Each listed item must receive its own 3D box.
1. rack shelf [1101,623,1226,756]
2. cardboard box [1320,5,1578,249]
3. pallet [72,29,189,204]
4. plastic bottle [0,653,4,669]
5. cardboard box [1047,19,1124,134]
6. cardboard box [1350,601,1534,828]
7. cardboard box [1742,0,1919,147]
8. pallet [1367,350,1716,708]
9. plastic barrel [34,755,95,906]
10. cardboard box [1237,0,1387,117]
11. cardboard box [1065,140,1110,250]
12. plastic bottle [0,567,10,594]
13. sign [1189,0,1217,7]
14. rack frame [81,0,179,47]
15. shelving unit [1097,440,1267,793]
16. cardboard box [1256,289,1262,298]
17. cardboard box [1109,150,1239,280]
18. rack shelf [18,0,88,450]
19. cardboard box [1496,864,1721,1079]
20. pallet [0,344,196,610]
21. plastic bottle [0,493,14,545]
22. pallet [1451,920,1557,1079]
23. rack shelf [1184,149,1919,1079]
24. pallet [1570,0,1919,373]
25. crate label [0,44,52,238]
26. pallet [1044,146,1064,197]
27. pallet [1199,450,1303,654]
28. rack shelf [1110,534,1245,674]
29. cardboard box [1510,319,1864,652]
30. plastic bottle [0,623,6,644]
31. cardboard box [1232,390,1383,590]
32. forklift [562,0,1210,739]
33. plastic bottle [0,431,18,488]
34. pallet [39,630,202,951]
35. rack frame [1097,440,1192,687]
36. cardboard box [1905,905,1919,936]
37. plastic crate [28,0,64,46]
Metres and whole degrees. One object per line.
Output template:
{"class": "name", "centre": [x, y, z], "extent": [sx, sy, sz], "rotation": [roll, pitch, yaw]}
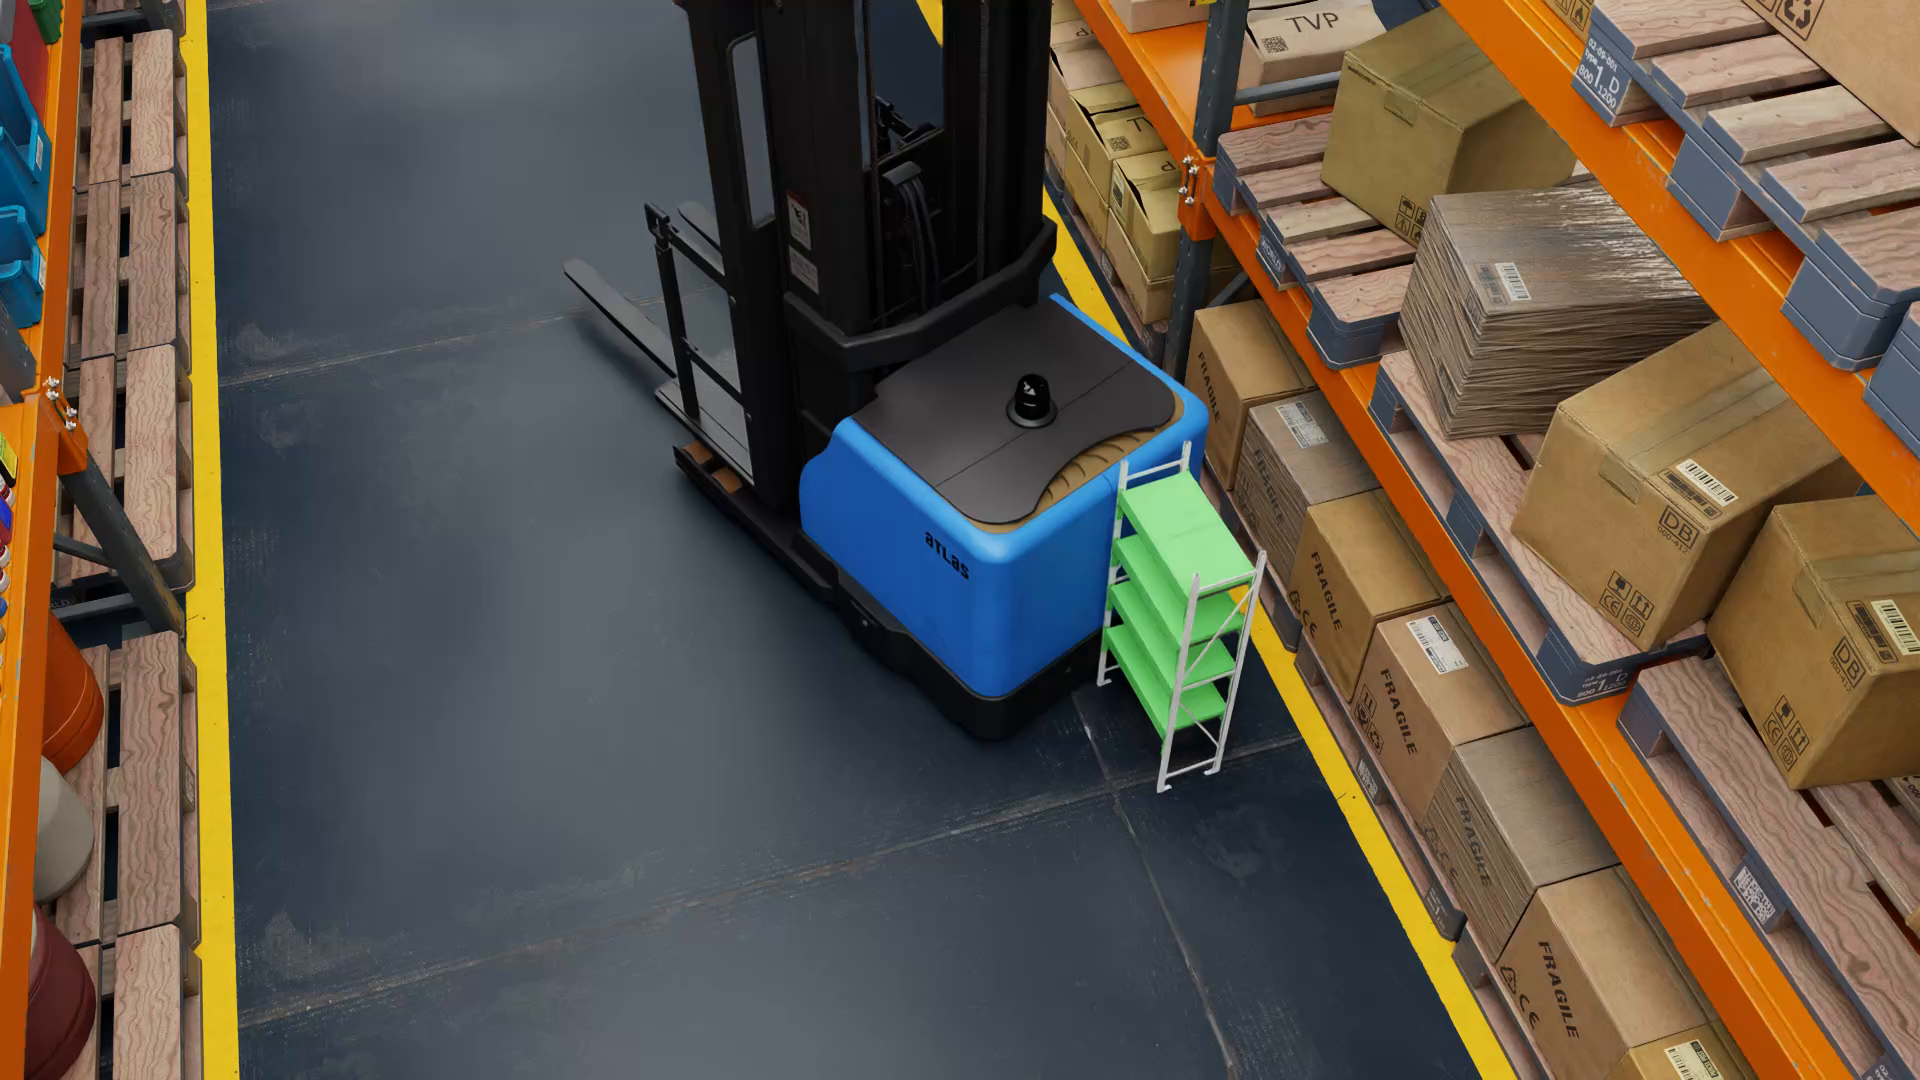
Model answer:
{"class": "rack shelf", "centre": [0.706, 0.480, 5.748], "extent": [0.258, 0.148, 0.480], "rotation": [-17, 52, -14]}
{"class": "cardboard box", "centre": [1.631, -1.376, 5.398], "extent": [0.700, 0.500, 0.500], "rotation": [-30, 56, -23]}
{"class": "pallet", "centre": [-4.309, -1.984, 8.074], "extent": [1.003, 0.211, 1.213], "rotation": [-13, 51, -11]}
{"class": "plastic bottle", "centre": [-2.668, 0.256, 4.446], "extent": [0.097, 0.271, 0.097], "rotation": [0, 50, 0]}
{"class": "cardboard box", "centre": [0.641, -2.147, 7.545], "extent": [0.500, 0.311, 0.500], "rotation": [-14, 51, -11]}
{"class": "cardboard box", "centre": [1.662, 0.546, 5.464], "extent": [0.500, 0.500, 0.500], "rotation": [-15, 51, -12]}
{"class": "cardboard box", "centre": [2.045, -1.247, 3.261], "extent": [0.600, 0.600, 0.600], "rotation": [-15, 52, -12]}
{"class": "pallet", "centre": [1.917, -0.162, 4.840], "extent": [1.003, 0.211, 1.213], "rotation": [-13, 51, -11]}
{"class": "plastic barrel", "centre": [-2.982, 0.886, 5.183], "extent": [0.421, 0.512, 0.421], "rotation": [0, 50, 0]}
{"class": "cardboard box", "centre": [1.272, -1.890, 6.229], "extent": [0.500, 0.311, 0.500], "rotation": [-10, 51, -9]}
{"class": "cardboard box", "centre": [0.793, -1.597, 7.448], "extent": [0.500, 0.250, 0.500], "rotation": [-14, 51, -11]}
{"class": "plastic bottle", "centre": [-2.755, 0.065, 4.653], "extent": [0.097, 0.201, 0.097], "rotation": [0, 50, 0]}
{"class": "sign", "centre": [0.808, -1.889, 5.413], "extent": [0.100, 0.325, 0.005], "rotation": [-13, 51, -11]}
{"class": "rack frame", "centre": [-4.578, -3.448, 7.484], "extent": [1.000, 3.000, 0.127], "rotation": [-13, 51, -11]}
{"class": "shelving unit", "centre": [0.706, 0.284, 5.515], "extent": [0.258, 1.200, 0.503], "rotation": [-17, 52, -14]}
{"class": "cardboard box", "centre": [1.463, -1.341, 7.232], "extent": [0.500, 0.250, 0.500], "rotation": [-13, 51, -11]}
{"class": "cardboard box", "centre": [0.947, -1.400, 6.915], "extent": [0.500, 0.311, 0.500], "rotation": [-12, 51, -10]}
{"class": "rack shelf", "centre": [-3.987, -1.755, 6.528], "extent": [1.077, 0.370, 4.000], "rotation": [-13, 51, -11]}
{"class": "cardboard box", "centre": [1.962, 1.283, 4.843], "extent": [0.500, 0.500, 0.500], "rotation": [-13, 51, -11]}
{"class": "pallet", "centre": [-3.588, -0.202, 6.572], "extent": [1.003, 0.211, 1.213], "rotation": [-13, 51, -11]}
{"class": "plastic bottle", "centre": [-2.800, -0.121, 4.756], "extent": [0.061, 0.283, 0.133], "rotation": [-13, 51, -11]}
{"class": "pallet", "centre": [2.244, 1.591, 5.060], "extent": [1.003, 0.211, 1.213], "rotation": [-13, 51, -11]}
{"class": "rack shelf", "centre": [1.929, 0.049, 5.007], "extent": [1.077, 0.370, 4.000], "rotation": [-13, 51, -11]}
{"class": "pallet", "centre": [2.085, -0.877, 3.478], "extent": [1.213, 0.211, 1.003], "rotation": [-13, 51, -11]}
{"class": "crate label", "centre": [-3.431, -1.324, 5.671], "extent": [0.502, 0.435, 0.616], "rotation": [-13, 51, -11]}
{"class": "pallet", "centre": [0.774, -2.244, 8.293], "extent": [1.003, 0.211, 1.213], "rotation": [-13, 51, -11]}
{"class": "pallet", "centre": [1.522, -0.191, 6.562], "extent": [1.003, 0.211, 1.213], "rotation": [-13, 51, -11]}
{"class": "rack shelf", "centre": [0.706, 0.171, 5.381], "extent": [0.258, 0.148, 0.480], "rotation": [-17, 52, -14]}
{"class": "cardboard box", "centre": [1.939, -0.166, 4.378], "extent": [0.700, 0.500, 0.500], "rotation": [-25, 54, -20]}
{"class": "plastic bottle", "centre": [-2.697, 0.207, 4.533], "extent": [0.097, 0.201, 0.097], "rotation": [0, 50, 0]}
{"class": "cardboard box", "centre": [1.359, -0.201, 6.095], "extent": [0.500, 0.500, 0.500], "rotation": [-15, 51, -12]}
{"class": "forklift", "centre": [-0.496, -1.300, 5.719], "extent": [1.130, 2.935, 3.031], "rotation": [-34, 58, -25]}
{"class": "plastic bottle", "centre": [-2.868, -0.289, 4.898], "extent": [0.061, 0.283, 0.133], "rotation": [-13, 51, -11]}
{"class": "pallet", "centre": [-3.123, 0.939, 5.610], "extent": [1.003, 0.211, 1.213], "rotation": [-13, 51, -11]}
{"class": "rack frame", "centre": [0.614, 0.111, 5.661], "extent": [0.240, 1.200, 0.015], "rotation": [-17, 52, -14]}
{"class": "cardboard box", "centre": [2.594, 0.714, 3.636], "extent": [0.700, 0.500, 0.500], "rotation": [-30, 56, -23]}
{"class": "plastic crate", "centre": [-3.794, -2.171, 6.547], "extent": [0.450, 0.188, 0.662], "rotation": [-13, 51, -11]}
